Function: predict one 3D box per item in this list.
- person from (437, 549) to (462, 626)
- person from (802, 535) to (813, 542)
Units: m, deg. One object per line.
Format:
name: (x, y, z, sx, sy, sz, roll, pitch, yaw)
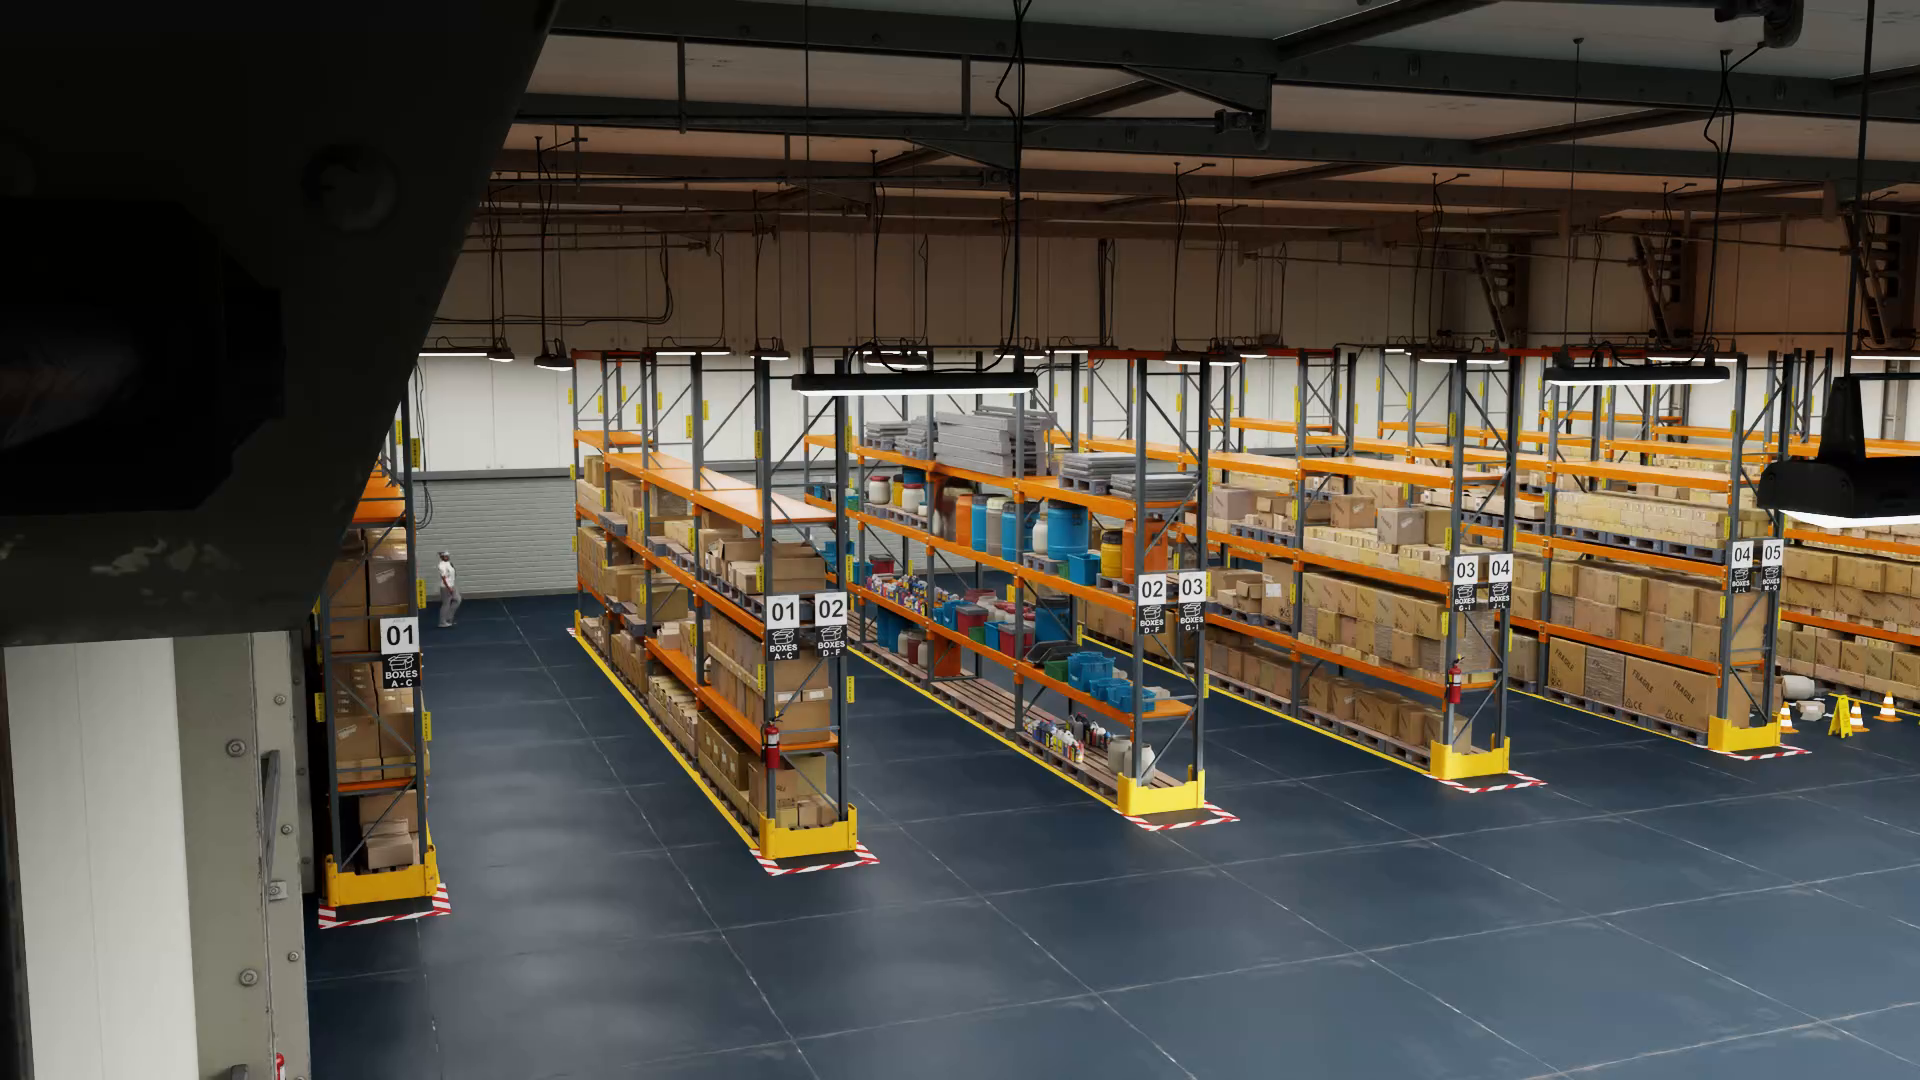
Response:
person: (-11.027, 1.041, 35.863, 0.497, 1.708, 0.479, -1, 7, -11)
person: (-3.418, 0.753, 37.909, 0.624, 1.773, 0.548, -1, 7, -11)
